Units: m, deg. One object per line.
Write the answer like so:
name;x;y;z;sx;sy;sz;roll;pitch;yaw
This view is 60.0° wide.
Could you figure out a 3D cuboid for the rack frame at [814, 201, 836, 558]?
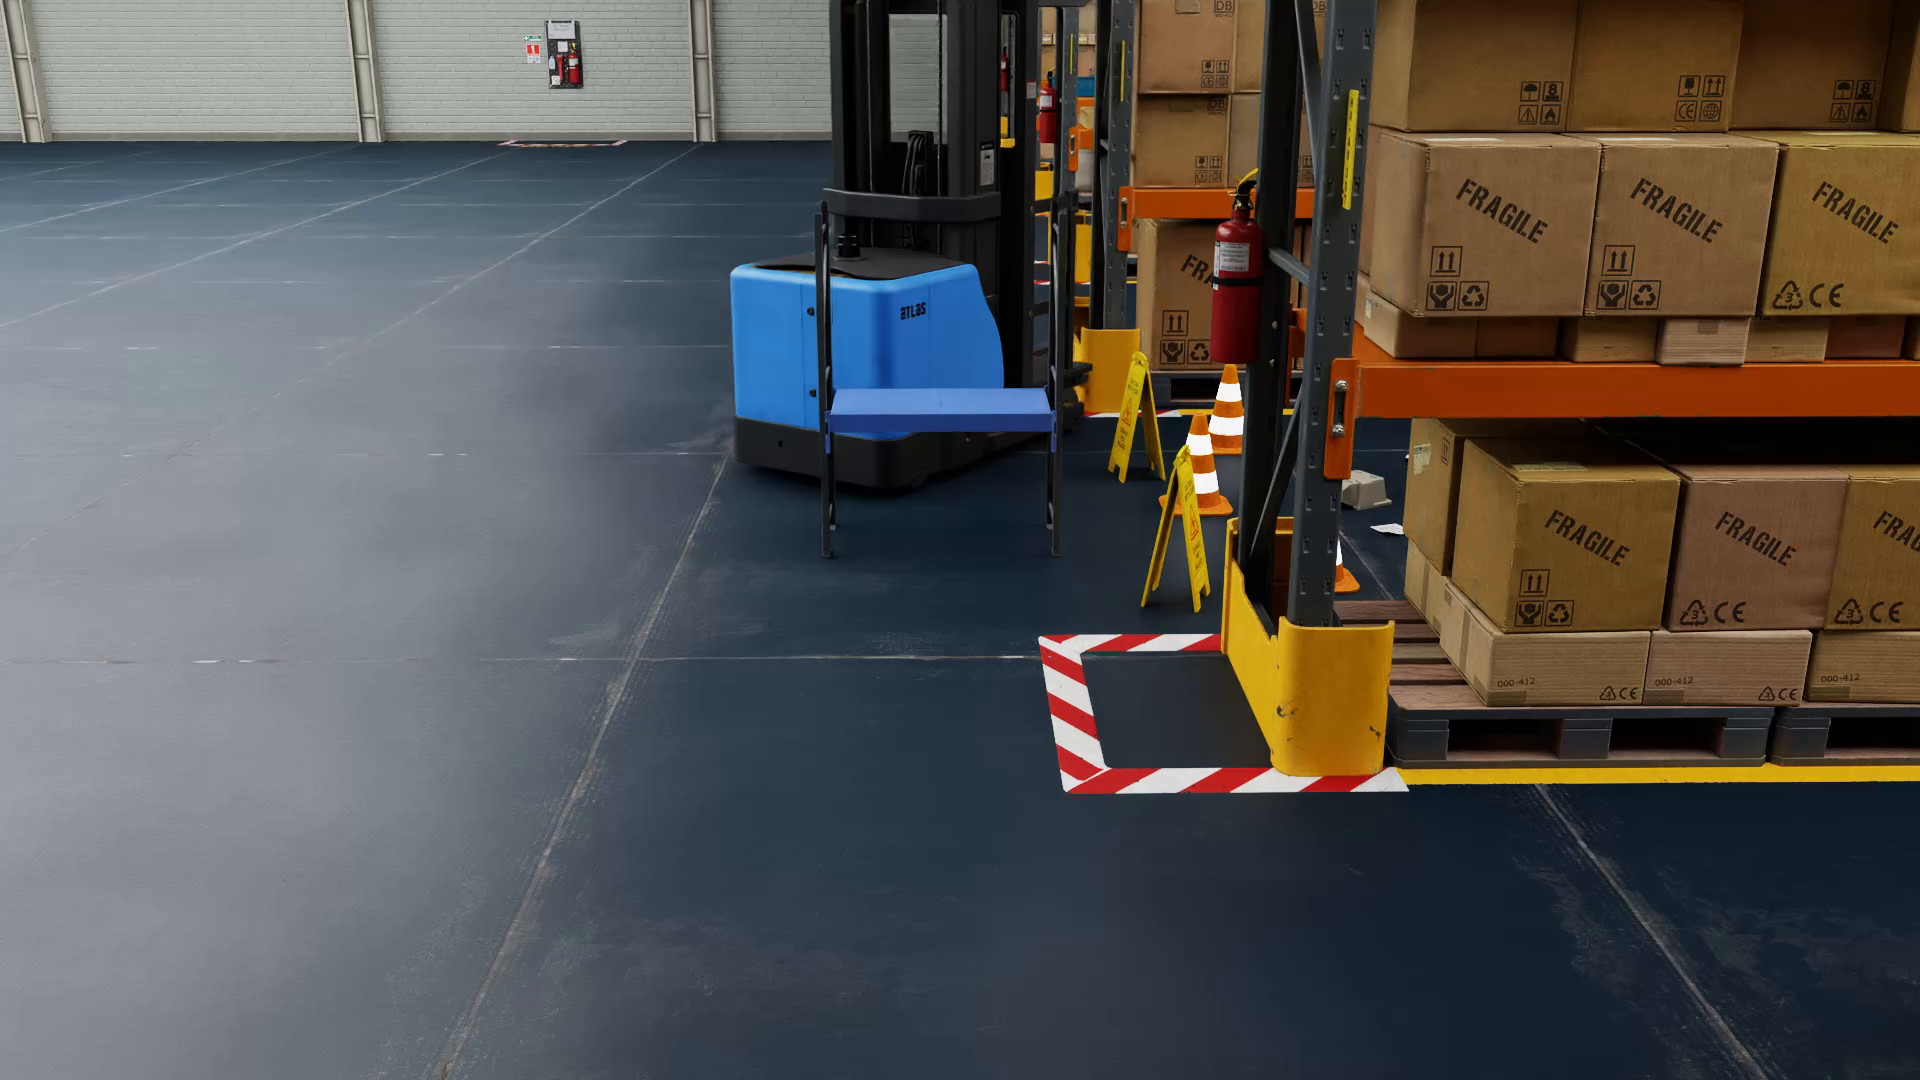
rack frame;-0.594;-0.711;7.353;0.032;1.500;0.500;0;18;-1

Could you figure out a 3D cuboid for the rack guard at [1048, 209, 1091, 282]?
rack guard;1.013;-2.695;15.173;0.348;0.500;1.175;0;18;-1

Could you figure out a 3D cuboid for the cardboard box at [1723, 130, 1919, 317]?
cardboard box;2.599;-0.971;5.057;0.500;0.500;0.500;-1;18;-2

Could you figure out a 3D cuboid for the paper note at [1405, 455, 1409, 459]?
paper note;2.468;-0.444;8.927;0.142;0.017;0.144;6;19;18

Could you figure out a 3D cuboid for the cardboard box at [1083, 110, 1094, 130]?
cardboard box;1.226;-3.694;14.606;0.250;0.149;0.380;0;18;-1

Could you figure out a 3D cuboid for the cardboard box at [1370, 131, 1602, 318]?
cardboard box;1.572;-0.965;5.038;0.500;0.500;0.500;-1;18;-2

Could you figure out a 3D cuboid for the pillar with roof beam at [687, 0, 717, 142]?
pillar with roof beam;-4.542;-10.204;24.667;0.400;9.000;9.100;0;18;-1

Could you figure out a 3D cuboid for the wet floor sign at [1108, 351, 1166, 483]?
wet floor sign;0.917;-0.644;8.541;0.232;0.644;0.267;-3;18;-10

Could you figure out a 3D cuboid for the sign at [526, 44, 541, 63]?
sign;-7.636;-8.708;29.766;0.234;0.329;0.001;0;18;-1

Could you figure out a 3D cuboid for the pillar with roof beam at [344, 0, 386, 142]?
pillar with roof beam;-10.541;-10.175;24.577;0.400;9.000;9.100;0;18;-1

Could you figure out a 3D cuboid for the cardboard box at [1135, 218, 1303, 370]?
cardboard box;1.592;-1.581;10.400;0.875;0.875;0.875;0;18;-1

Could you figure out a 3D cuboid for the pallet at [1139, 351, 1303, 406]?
pallet;1.713;-1.069;10.579;1.213;0.211;1.003;0;18;-1

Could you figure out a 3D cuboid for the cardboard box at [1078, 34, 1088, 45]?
cardboard box;1.694;-7.206;23.918;0.250;0.149;0.380;0;18;-1

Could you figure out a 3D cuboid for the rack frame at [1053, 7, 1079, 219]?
rack frame;0.938;-3.885;14.790;0.127;3.000;1.000;0;18;-1

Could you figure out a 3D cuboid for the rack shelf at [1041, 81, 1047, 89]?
rack shelf;2.785;-6.578;24.362;4.000;0.370;1.077;0;18;-1

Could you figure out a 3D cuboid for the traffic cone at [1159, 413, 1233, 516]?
traffic cone;1.146;-0.384;8.029;0.334;0.463;0.336;0;18;-1

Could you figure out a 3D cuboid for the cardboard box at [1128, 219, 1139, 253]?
cardboard box;1.562;-2.893;15.102;0.500;0.500;0.500;3;18;9

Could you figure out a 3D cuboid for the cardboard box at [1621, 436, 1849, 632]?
cardboard box;2.451;-0.030;5.358;0.500;0.500;0.500;-1;18;-3

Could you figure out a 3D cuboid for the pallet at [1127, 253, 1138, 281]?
pallet;1.826;-2.551;15.196;1.213;0.211;1.003;0;18;-1

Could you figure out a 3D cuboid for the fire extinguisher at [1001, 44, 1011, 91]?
fire extinguisher;0.659;-7.015;24.674;0.183;0.674;0.296;0;18;-1

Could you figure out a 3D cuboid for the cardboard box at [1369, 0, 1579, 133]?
cardboard box;1.601;-1.593;5.357;0.500;0.500;0.700;-1;18;-2

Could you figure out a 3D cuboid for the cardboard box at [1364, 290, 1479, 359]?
cardboard box;1.437;-0.677;5.202;0.250;0.149;0.380;0;18;-1

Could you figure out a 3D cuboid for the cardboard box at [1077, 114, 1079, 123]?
cardboard box;1.824;-6.096;24.269;0.500;0.500;0.500;0;18;-1

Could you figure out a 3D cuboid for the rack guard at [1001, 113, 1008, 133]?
rack guard;0.779;-7.234;29.321;0.348;0.500;1.175;0;18;-1

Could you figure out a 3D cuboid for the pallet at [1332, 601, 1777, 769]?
pallet;1.983;0.476;5.761;1.213;0.211;1.003;0;18;-1

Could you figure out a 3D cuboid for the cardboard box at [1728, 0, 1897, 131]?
cardboard box;2.616;-1.627;5.463;0.500;0.500;0.700;0;18;-1

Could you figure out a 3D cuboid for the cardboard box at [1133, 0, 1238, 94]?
cardboard box;1.286;-2.945;9.847;0.550;0.550;0.875;0;18;-1

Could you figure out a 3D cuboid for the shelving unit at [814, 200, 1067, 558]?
shelving unit;-0.085;-0.714;7.360;1.048;1.500;0.538;0;18;-1

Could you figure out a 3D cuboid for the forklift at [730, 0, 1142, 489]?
forklift;0.056;-2.041;9.155;1.130;2.935;3.031;11;21;32

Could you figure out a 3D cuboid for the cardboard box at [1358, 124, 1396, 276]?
cardboard box;1.632;-1.134;5.565;0.500;0.500;0.500;-1;18;-2

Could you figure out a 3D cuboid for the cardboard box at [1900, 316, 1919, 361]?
cardboard box;2.996;-0.670;5.179;0.250;0.149;0.380;-1;18;-2

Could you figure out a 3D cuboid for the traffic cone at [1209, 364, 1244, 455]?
traffic cone;1.468;-0.730;9.110;0.334;0.463;0.336;0;18;-1

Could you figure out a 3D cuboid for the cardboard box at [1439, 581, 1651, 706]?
cardboard box;1.905;0.332;5.460;0.500;0.250;0.500;0;18;-1

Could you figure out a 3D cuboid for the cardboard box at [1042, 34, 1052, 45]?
cardboard box;1.181;-7.203;23.909;0.250;0.149;0.380;0;18;-1

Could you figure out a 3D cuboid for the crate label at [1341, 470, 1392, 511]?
crate label;1.931;-0.251;8.150;0.298;0.136;0.250;-10;20;-29

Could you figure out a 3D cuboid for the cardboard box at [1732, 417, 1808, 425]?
cardboard box;2.772;-0.522;5.830;0.250;0.149;0.380;0;18;2

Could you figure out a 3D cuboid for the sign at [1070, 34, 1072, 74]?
sign;0.946;-4.131;14.142;0.005;0.325;0.100;0;18;-1

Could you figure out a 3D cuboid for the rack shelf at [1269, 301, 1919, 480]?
rack shelf;3.094;-0.525;5.495;4.000;0.370;1.077;0;18;-1

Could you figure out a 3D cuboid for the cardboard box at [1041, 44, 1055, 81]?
cardboard box;1.252;-6.956;24.202;0.500;0.500;0.700;0;18;-1

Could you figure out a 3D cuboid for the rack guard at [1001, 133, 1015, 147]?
rack guard;0.761;-5.720;24.604;0.348;0.500;1.175;0;18;-1

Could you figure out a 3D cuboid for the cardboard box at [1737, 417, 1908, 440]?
cardboard box;2.917;-0.193;5.869;0.500;0.500;0.500;-1;18;-2

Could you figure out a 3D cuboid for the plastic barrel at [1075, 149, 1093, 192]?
plastic barrel;1.516;-4.440;19.905;0.421;0.512;0.421;0;18;0

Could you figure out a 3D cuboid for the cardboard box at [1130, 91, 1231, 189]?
cardboard box;1.285;-2.457;10.092;0.550;0.550;0.875;0;18;-1

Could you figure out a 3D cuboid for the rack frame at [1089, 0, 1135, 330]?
rack frame;0.915;-2.370;10.067;0.127;3.000;1.000;0;18;-1

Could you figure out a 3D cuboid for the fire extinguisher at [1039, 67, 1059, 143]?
fire extinguisher;0.816;-3.988;15.239;0.183;0.674;0.296;0;18;-1

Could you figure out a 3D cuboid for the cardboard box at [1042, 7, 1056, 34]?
cardboard box;1.305;-7.574;24.004;0.500;0.500;0.700;0;18;-1

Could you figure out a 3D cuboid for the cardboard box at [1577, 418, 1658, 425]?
cardboard box;2.257;-0.521;5.827;0.250;0.149;0.380;0;18;1

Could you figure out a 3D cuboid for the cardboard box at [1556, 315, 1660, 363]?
cardboard box;1.956;-0.659;5.146;0.250;0.149;0.380;-1;18;-3

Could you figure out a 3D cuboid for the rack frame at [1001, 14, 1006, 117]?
rack frame;0.703;-8.423;28.938;0.127;3.000;1.000;0;18;-1

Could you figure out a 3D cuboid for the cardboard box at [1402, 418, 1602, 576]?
cardboard box;1.891;-0.189;5.857;0.500;0.500;0.500;0;18;-1

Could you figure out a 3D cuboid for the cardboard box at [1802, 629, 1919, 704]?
cardboard box;2.961;0.325;5.481;0.500;0.250;0.500;1;18;3

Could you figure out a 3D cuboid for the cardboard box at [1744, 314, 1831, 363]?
cardboard box;2.468;-0.658;5.142;0.250;0.149;0.380;0;18;1
